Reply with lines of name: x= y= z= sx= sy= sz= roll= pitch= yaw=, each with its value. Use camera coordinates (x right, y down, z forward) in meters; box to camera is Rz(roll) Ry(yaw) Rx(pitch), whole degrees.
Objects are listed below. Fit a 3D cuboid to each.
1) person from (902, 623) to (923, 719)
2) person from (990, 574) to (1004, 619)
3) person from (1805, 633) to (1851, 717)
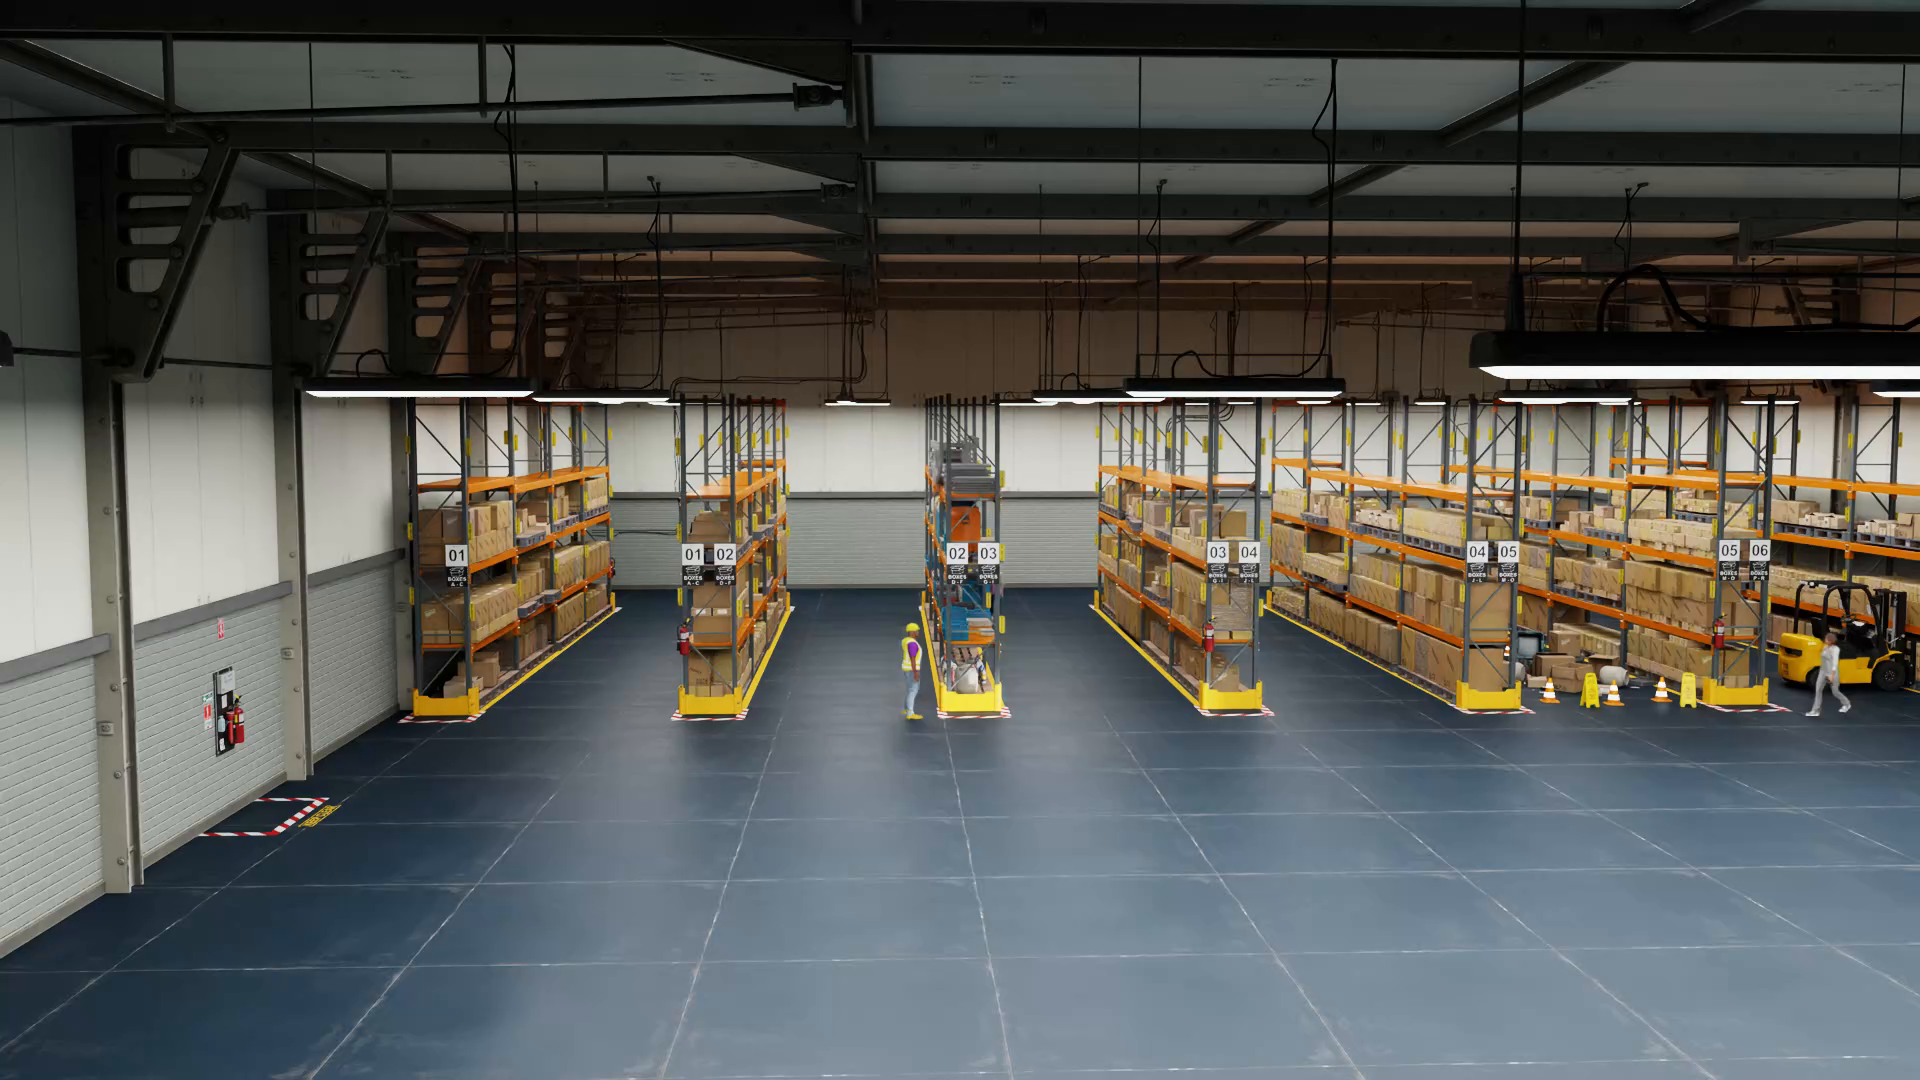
person: x=-0.885 y=2.437 z=30.732 sx=0.356 sy=1.806 sz=0.666 roll=-1 pitch=5 yaw=-13
person: x=0.953 y=1.432 z=44.402 sx=0.467 sy=1.555 sz=0.823 roll=-1 pitch=5 yaw=-9
person: x=16.172 y=2.495 z=30.865 sx=0.902 sy=1.563 sz=0.396 roll=-2 pitch=5 yaw=-23
